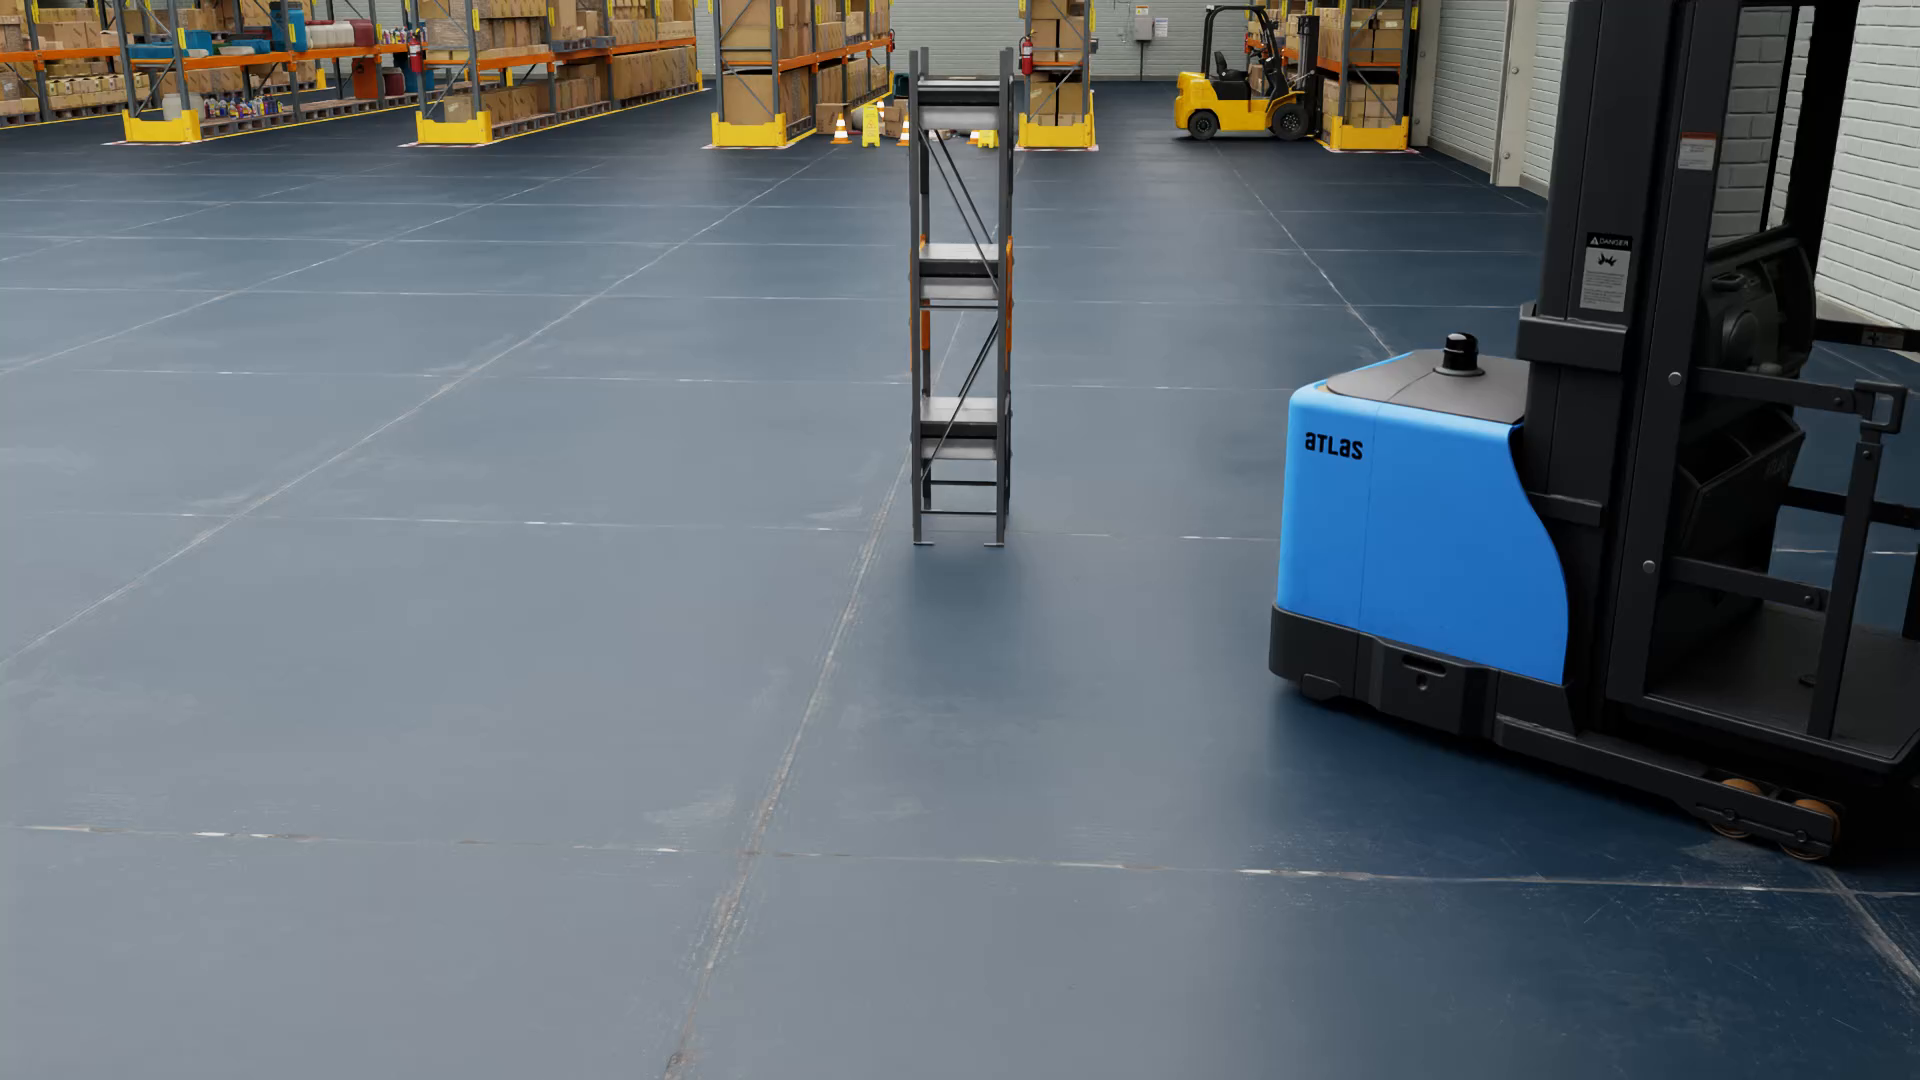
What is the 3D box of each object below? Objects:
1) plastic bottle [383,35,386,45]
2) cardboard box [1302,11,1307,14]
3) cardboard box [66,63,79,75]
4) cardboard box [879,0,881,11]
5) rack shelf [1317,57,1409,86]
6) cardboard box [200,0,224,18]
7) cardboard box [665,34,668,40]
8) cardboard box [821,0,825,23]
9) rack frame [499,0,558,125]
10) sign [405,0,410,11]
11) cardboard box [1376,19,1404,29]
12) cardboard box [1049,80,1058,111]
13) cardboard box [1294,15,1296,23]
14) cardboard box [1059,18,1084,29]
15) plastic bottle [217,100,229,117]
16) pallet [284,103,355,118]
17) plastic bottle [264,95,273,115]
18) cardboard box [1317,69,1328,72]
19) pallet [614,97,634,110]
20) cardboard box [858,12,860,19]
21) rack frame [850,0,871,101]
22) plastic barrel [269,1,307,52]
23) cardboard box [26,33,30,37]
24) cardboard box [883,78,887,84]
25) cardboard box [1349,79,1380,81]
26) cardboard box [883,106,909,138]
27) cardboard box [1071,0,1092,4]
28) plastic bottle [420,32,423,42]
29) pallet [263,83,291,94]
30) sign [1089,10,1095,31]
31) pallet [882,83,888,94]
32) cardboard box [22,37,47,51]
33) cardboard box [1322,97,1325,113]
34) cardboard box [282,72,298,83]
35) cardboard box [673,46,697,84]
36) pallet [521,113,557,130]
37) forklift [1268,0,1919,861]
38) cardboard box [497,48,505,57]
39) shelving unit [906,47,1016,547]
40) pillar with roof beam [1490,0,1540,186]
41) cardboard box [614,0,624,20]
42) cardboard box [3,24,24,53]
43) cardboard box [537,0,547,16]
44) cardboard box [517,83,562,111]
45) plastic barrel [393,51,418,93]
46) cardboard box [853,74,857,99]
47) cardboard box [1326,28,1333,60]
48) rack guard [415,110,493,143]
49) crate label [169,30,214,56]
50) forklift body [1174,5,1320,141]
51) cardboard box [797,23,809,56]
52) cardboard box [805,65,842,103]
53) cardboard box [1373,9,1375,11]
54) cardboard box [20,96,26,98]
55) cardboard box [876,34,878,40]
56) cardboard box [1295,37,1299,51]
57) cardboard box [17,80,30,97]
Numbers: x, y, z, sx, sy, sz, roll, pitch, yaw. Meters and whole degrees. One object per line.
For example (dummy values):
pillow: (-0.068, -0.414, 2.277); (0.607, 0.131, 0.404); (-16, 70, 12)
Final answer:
plastic bottle: (-12.321, -10.679, 35.516); (0.097, 0.201, 0.097); (0, 18, 0)
cardboard box: (7.252, -10.543, 33.946); (0.500, 0.500, 0.500); (2, 18, 7)
cardboard box: (-22.117, -11.442, 40.865); (0.700, 0.500, 0.500); (1, 18, 3)
cardboard box: (-2.147, -12.846, 39.565); (0.500, 0.500, 0.500); (1, 18, 2)
rack shelf: (6.629, -7.934, 27.974); (1.077, 0.370, 4.000); (1, 18, 4)
cardboard box: (-17.593, -12.620, 39.355); (0.500, 0.500, 0.500); (1, 18, 4)
cardboard box: (-7.100, -11.841, 39.146); (0.380, 0.149, 0.250); (2, 18, 6)
cardboard box: (-2.985, -10.236, 32.079); (0.700, 0.500, 0.500); (1, 18, 3)
rack frame: (-8.064, -9.228, 30.768); (1.000, 3.000, 0.127); (1, 18, 4)
sign: (-8.902, -8.705, 26.804); (0.100, 0.325, 0.005); (1, 18, 4)
cardboard box: (6.768, -8.110, 26.154); (0.380, 0.149, 0.250); (1, 18, 3)
cardboard box: (1.366, -7.430, 27.819); (0.500, 0.500, 0.500); (2, 18, 6)
cardboard box: (6.725, -10.158, 32.404); (0.380, 0.149, 0.250); (1, 18, 5)
cardboard box: (1.879, -8.255, 27.161); (0.500, 0.500, 0.500); (2, 18, 6)
plastic bottle: (-13.370, -7.826, 30.156); (0.152, 0.276, 0.135); (1, 18, 4)
pallet: (-12.901, -8.638, 33.446); (1.003, 0.211, 1.213); (1, 18, 4)
plastic bottle: (-12.776, -8.023, 30.637); (0.144, 0.351, 0.185); (0, 18, 1)
cardboard box: (7.407, -9.614, 34.245); (0.380, 0.149, 0.250); (2, 18, 7)
pallet: (-7.645, -9.388, 35.736); (1.003, 0.211, 1.213); (1, 18, 4)
cardboard box: (-2.423, -11.641, 36.905); (0.380, 0.149, 0.250); (1, 18, 2)
rack frame: (-2.550, -11.570, 37.917); (1.000, 3.000, 0.127); (1, 18, 4)
plastic barrel: (-12.674, -9.690, 31.373); (0.600, 0.901, 0.708); (1, 18, 4)
cardboard box: (-22.054, -11.823, 39.059); (0.380, 0.149, 0.250); (1, 18, 4)
cardboard box: (-2.011, -11.407, 41.323); (0.380, 0.149, 0.250); (2, 18, 6)
cardboard box: (6.831, -7.637, 28.049); (0.500, 0.250, 0.500); (1, 18, 3)
cardboard box: (-0.865, -7.180, 28.527); (0.797, 0.503, 0.637); (-13, 22, -34)
cardboard box: (2.207, -9.842, 30.286); (0.380, 0.149, 0.250); (1, 18, 4)
plastic bottle: (-12.198, -11.364, 37.487); (0.152, 0.276, 0.135); (1, 18, 4)
pallet: (-17.236, -11.203, 41.274); (1.003, 0.211, 1.213); (1, 18, 4)
sign: (2.075, -8.164, 26.130); (0.100, 0.325, 0.005); (1, 18, 4)
pallet: (-2.362, -11.212, 41.303); (1.003, 0.211, 1.213); (1, 18, 4)
cardboard box: (-17.952, -9.533, 31.939); (0.500, 0.250, 0.500); (2, 18, 7)
cardboard box: (6.271, -7.260, 27.700); (0.500, 0.250, 0.500); (1, 18, 3)
cardboard box: (-16.975, -11.611, 41.749); (0.500, 0.250, 0.500); (1, 18, 4)
cardboard box: (-7.169, -11.944, 41.795); (0.875, 0.875, 0.875); (1, 18, 4)
pallet: (-8.076, -7.693, 30.563); (1.003, 0.211, 1.213); (1, 18, 4)
forklift: (2.512, -0.677, 4.782); (3.031, 2.935, 1.130); (16, 24, 39)
cardboard box: (-8.009, -8.338, 28.455); (0.380, 0.149, 0.250); (1, 18, 4)
shelving unit: (0.012, -1.049, 7.253); (0.431, 2.100, 0.503); (1, 18, 4)
pillar with roof beam: (2.710, -8.934, 20.237); (9.100, 9.000, 0.400); (1, 18, 4)
cardboard box: (-7.659, -11.423, 35.697); (0.797, 0.503, 0.637); (2, 18, 5)
cardboard box: (-17.970, -9.360, 31.010); (0.700, 0.500, 0.500); (1, 18, 2)
cardboard box: (-7.821, -9.746, 30.105); (0.500, 0.500, 0.500); (1, 18, 4)
cardboard box: (-7.998, -8.439, 31.669); (0.700, 0.500, 0.500); (0, 18, 0)
plastic barrel: (-12.537, -10.637, 37.764); (0.600, 0.901, 0.708); (1, 18, 4)
cardboard box: (-2.499, -9.710, 35.579); (0.500, 0.500, 0.500); (1, 18, 5)
cardboard box: (6.342, -8.181, 27.412); (0.500, 0.500, 0.500); (1, 18, 3)
rack guard: (-8.345, -6.821, 27.438); (1.175, 0.500, 0.348); (1, 18, 4)
crate label: (-13.428, -8.691, 29.071); (0.502, 0.435, 0.616); (1, 18, 4)
forklift body: (4.802, -7.881, 28.021); (2.313, 2.155, 1.214); (1, 18, 4)
cardboard box: (-3.155, -8.871, 29.437); (0.875, 0.550, 0.550); (1, 18, 4)
cardboard box: (-2.970, -9.271, 33.839); (1.050, 0.750, 0.750); (1, 18, 3)
cardboard box: (6.780, -8.414, 26.605); (0.380, 0.149, 0.250); (2, 18, 5)
cardboard box: (-18.204, -8.478, 32.222); (0.500, 0.250, 0.500); (1, 18, 3)
cardboard box: (-2.157, -11.942, 39.454); (0.380, 0.149, 0.250); (2, 18, 6)
cardboard box: (6.673, -9.458, 31.712); (0.500, 0.250, 0.500); (2, 18, 6)
cardboard box: (-18.201, -8.742, 32.125); (0.500, 0.311, 0.500); (1, 18, 4)
